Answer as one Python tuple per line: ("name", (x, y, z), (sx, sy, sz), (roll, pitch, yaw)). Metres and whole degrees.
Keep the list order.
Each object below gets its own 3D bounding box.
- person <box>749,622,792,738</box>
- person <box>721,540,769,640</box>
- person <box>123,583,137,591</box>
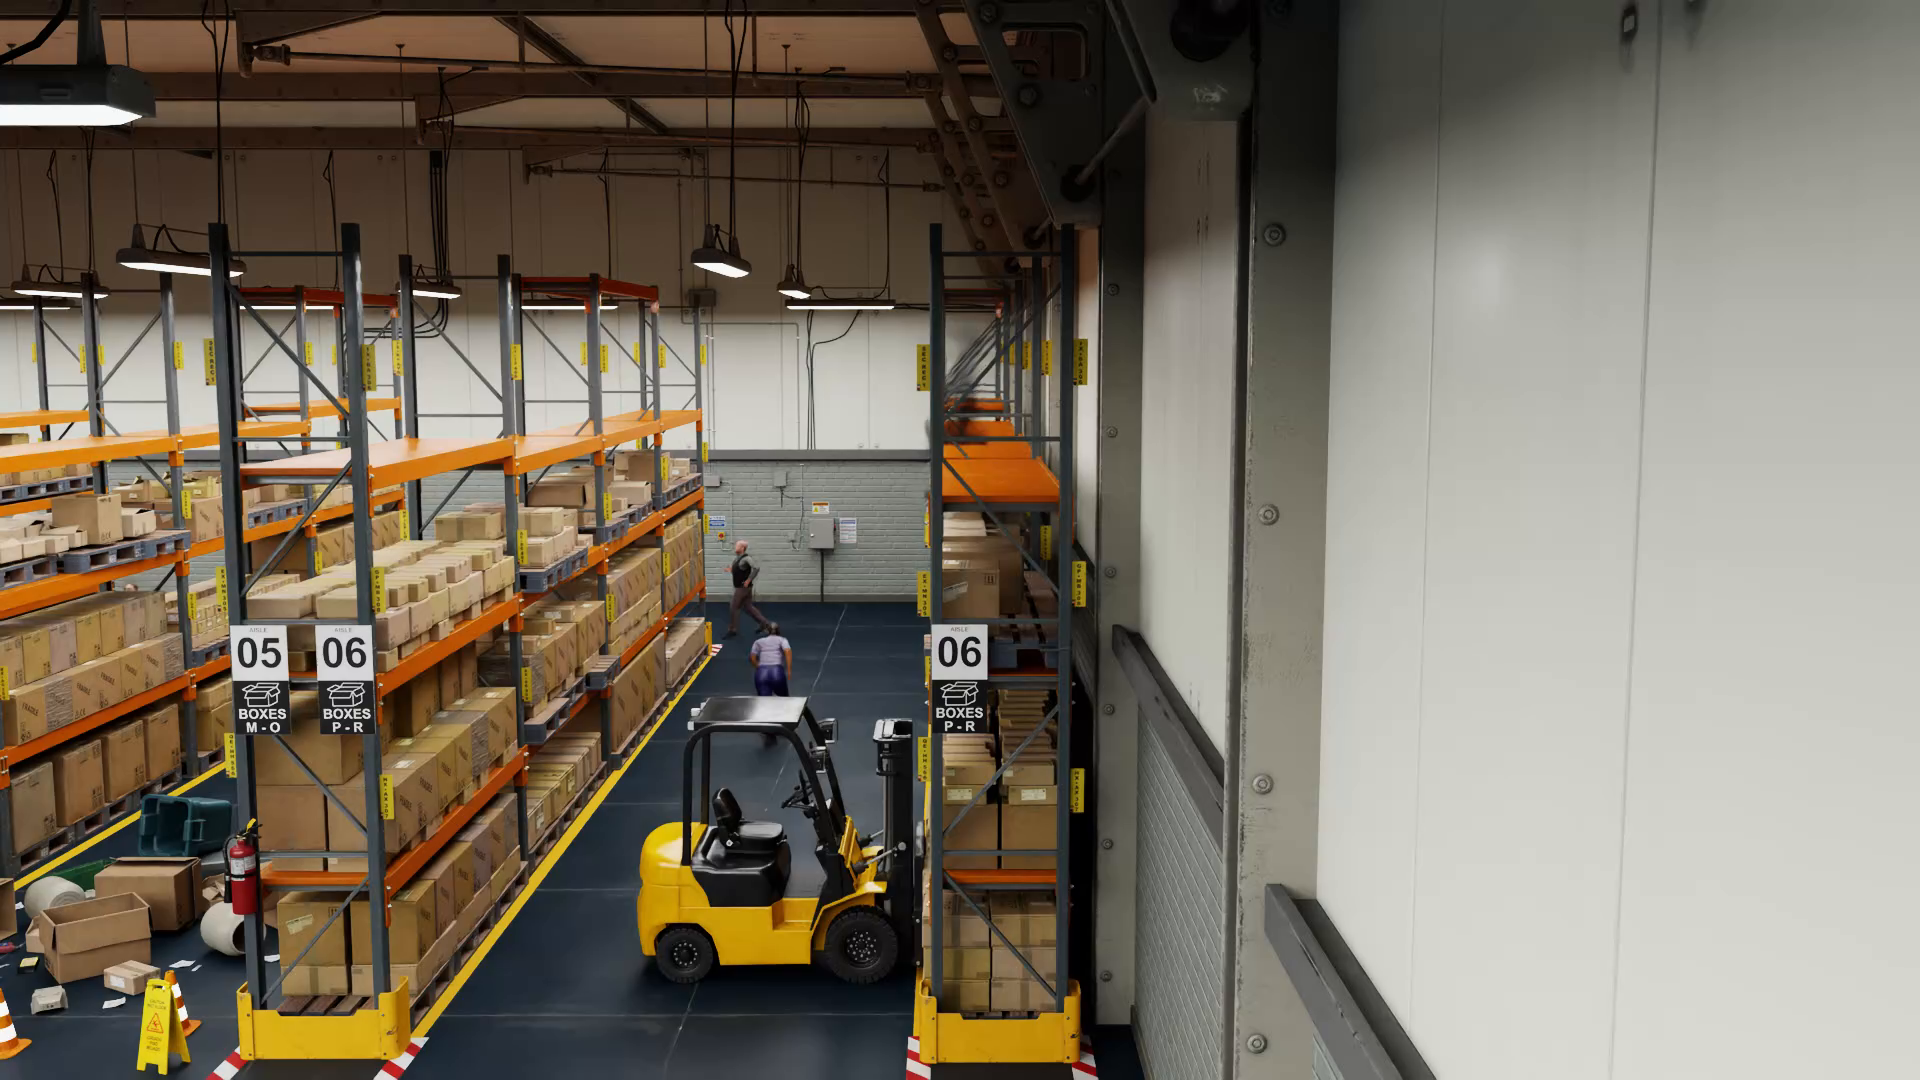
("person", (-2.534, 1.896, 22.014), (0.610, 1.498, 1.022), (1, 7, 5))
("person", (-3.817, 0.876, 29.470), (0.871, 1.761, 0.635), (-1, 7, -10))
("person", (-12.168, 1.471, 24.601), (0.678, 1.687, 0.677), (0, 7, 0))
